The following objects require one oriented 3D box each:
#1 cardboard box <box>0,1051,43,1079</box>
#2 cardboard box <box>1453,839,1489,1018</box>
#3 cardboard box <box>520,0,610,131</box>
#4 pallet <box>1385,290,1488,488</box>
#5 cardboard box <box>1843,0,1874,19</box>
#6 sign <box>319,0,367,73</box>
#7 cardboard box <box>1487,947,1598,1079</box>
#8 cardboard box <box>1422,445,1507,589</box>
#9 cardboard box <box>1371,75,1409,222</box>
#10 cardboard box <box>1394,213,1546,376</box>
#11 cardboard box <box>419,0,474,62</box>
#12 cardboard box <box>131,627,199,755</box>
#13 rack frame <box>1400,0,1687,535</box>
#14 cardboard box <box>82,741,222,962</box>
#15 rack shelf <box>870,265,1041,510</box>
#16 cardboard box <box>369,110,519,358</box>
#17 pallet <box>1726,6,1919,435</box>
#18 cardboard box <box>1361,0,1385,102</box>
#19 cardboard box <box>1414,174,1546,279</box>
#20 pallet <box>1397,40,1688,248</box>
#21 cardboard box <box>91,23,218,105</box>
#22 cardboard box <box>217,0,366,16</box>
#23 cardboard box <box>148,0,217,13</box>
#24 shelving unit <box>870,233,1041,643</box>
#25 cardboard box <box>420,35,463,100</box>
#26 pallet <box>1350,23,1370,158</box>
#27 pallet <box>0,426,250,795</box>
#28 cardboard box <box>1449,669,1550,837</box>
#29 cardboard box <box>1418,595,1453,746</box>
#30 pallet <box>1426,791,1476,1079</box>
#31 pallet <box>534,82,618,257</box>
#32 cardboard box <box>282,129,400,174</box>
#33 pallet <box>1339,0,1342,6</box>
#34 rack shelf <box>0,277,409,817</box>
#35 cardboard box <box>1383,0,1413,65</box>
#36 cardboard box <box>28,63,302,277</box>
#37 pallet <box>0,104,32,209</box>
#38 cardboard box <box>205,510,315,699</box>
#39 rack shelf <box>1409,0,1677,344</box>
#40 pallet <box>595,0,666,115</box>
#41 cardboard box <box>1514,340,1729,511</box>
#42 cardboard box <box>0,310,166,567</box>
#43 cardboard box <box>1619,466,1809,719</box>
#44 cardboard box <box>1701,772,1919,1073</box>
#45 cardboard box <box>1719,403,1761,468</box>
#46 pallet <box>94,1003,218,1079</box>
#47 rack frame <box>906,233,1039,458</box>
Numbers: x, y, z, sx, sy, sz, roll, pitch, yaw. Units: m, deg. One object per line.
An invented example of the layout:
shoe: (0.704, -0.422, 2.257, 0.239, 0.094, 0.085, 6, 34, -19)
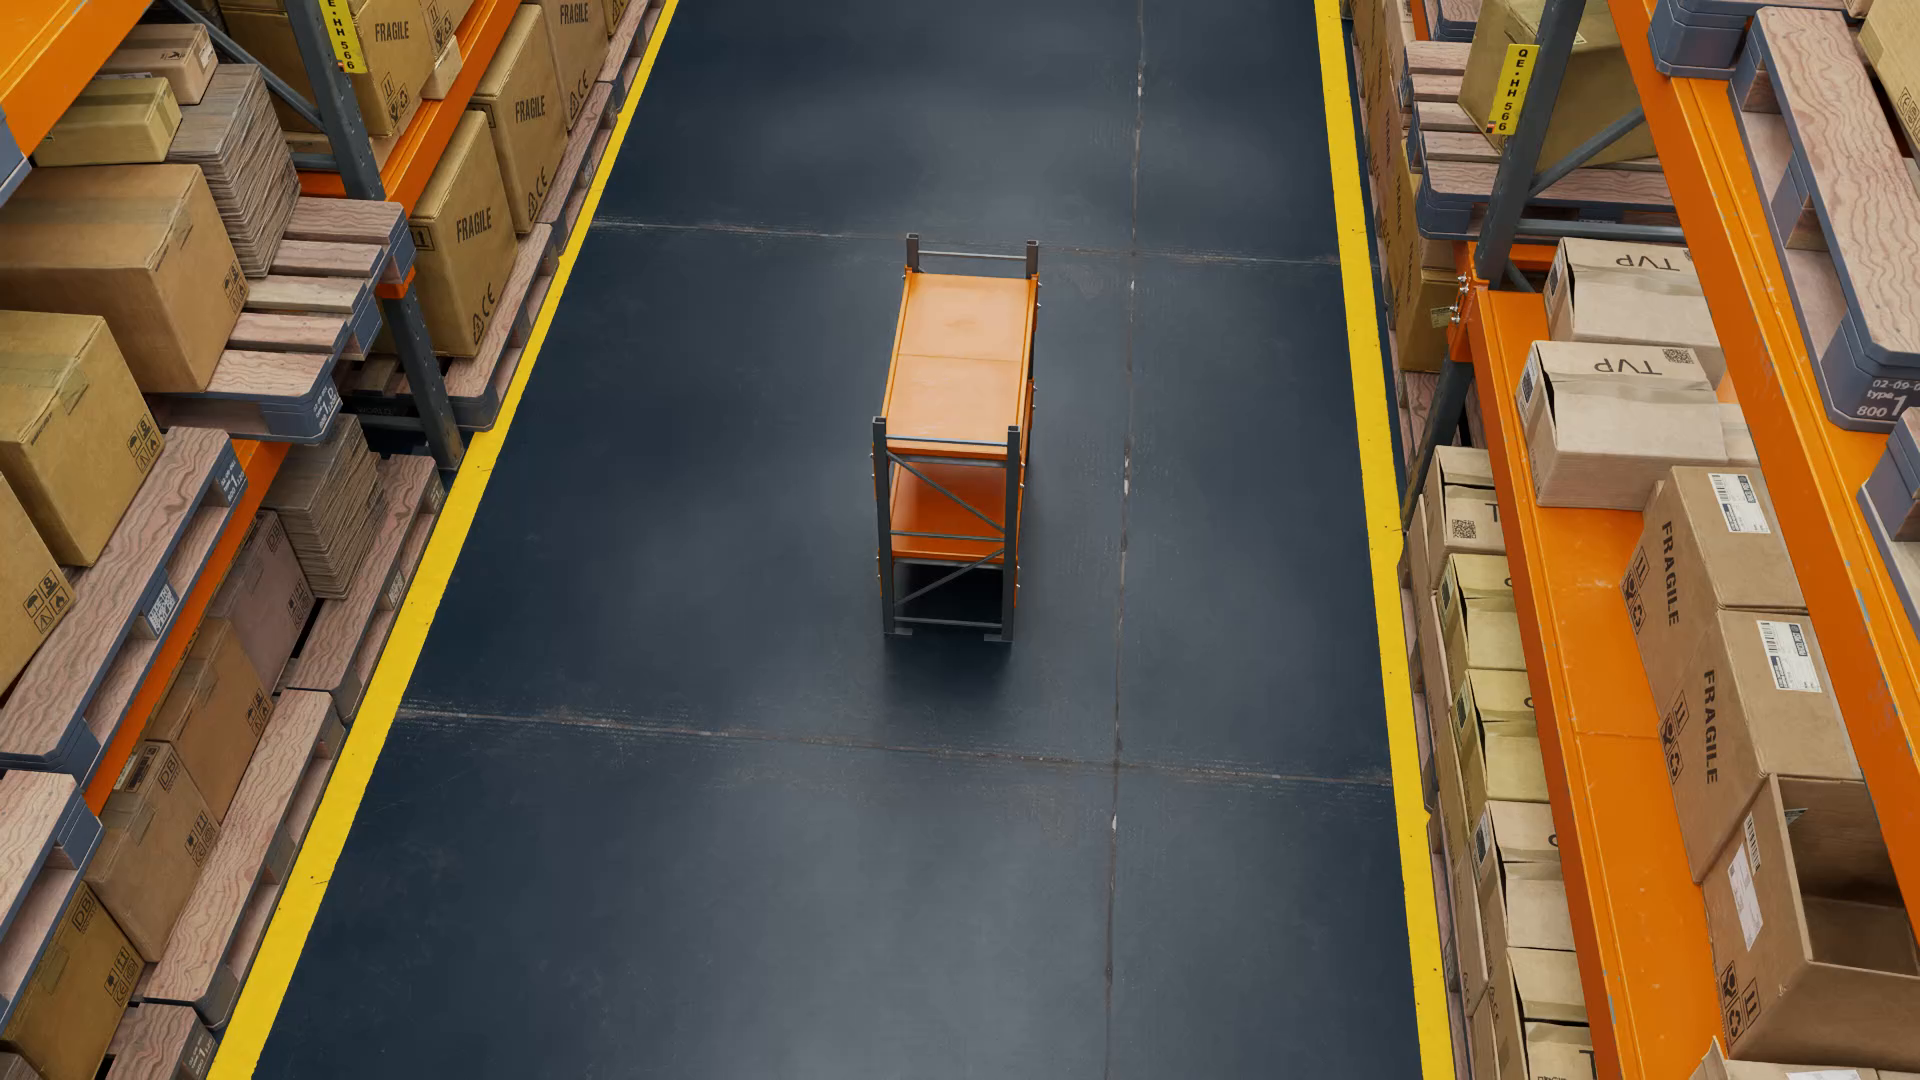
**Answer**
cardboard box: (-2.934, 1.715, 4.570, 0.700, 0.500, 0.500, 5, 48, 5)
cardboard box: (1.839, 1.233, 5.194, 0.500, 0.250, 0.500, 5, 48, 4)
cardboard box: (-2.264, -2.593, 8.287, 0.750, 0.750, 0.750, 5, 48, 5)
pallet: (2.419, -0.652, 7.229, 1.003, 0.211, 1.213, 4, 48, 4)
cardboard box: (2.298, -1.427, 3.833, 0.500, 0.250, 0.500, 5, 48, 5)
sign: (-2.079, -1.712, 5.578, 0.100, 0.325, 0.005, 4, 48, 4)
cardboard box: (1.789, 1.423, 4.640, 0.500, 0.311, 0.500, 4, 48, 3)
cardboard box: (1.973, -0.085, 6.020, 0.500, 0.311, 0.500, 5, 48, 5)
cardboard box: (2.254, -1.821, 7.805, 0.500, 0.500, 0.500, 2, 48, 2)
cardboard box: (2.164, -1.055, 7.104, 0.500, 0.500, 0.500, 6, 48, 5)
cardboard box: (-2.264, -2.242, 6.511, 0.500, 0.500, 0.500, 5, 48, 5)
cardboard box: (-2.790, 0.390, 5.274, 0.500, 0.250, 0.500, 4, 48, 3)
rack frame: (2.313, -1.047, 5.701, 1.000, 3.000, 0.127, 4, 48, 4)
cardboard box: (-2.851, 0.960, 5.261, 0.700, 0.500, 0.500, 4, 48, 4)
rack shelf: (0.001, -0.582, 6.149, 0.538, 0.278, 1.000, 4, 48, 4)
cardboard box: (-2.423, -1.325, 7.127, 0.750, 0.750, 0.750, 3, 48, 3)
pallet: (2.241, -0.669, 3.450, 1.003, 0.211, 1.213, 6, 48, 5)
cardboard box: (2.353, -2.559, 8.480, 0.500, 0.500, 0.500, 4, 48, 4)
cardboard box: (2.165, -1.350, 6.865, 0.500, 0.250, 0.500, 6, 48, 5)
pallet: (2.305, -1.485, 6.232, 1.213, 0.211, 1.003, 4, 48, 4)
cardboard box: (-2.622, -1.523, 5.331, 0.380, 0.149, 0.250, -2, 48, -2)
cardboard box: (-2.320, -2.109, 5.881, 0.500, 0.250, 0.500, 5, 48, 4)
cardboard box: (-2.837, -2.122, 5.893, 0.500, 0.250, 0.500, 5, 48, 5)
shelving unit: (0.001, -0.385, 6.365, 0.538, 1.125, 1.048, 4, 48, 4)
cardboard box: (-2.220, -1.900, 6.638, 0.380, 0.149, 0.250, 5, 48, 5)
pallet: (2.641, -2.445, 8.869, 1.003, 0.211, 1.213, 4, 48, 4)
pallet: (-2.760, 0.145, 4.741, 1.003, 0.211, 1.213, 4, 48, 4)
cardboard box: (1.885, 0.676, 5.323, 0.500, 0.311, 0.500, 3, 48, 2)
cardboard box: (1.928, 0.474, 5.889, 0.500, 0.250, 0.500, 3, 48, 2)
pallet: (2.085, 1.390, 5.361, 1.003, 0.211, 1.213, 4, 48, 4)
pallet: (-2.360, -1.905, 8.375, 1.003, 0.211, 1.213, 4, 48, 4)
cardboard box: (-2.360, -1.526, 6.295, 0.380, 0.149, 0.250, 3, 48, 3)
pallet: (2.741, -3.550, 9.880, 1.003, 0.211, 1.213, 4, 48, 4)
rack shelf: (-2.803, 0.335, 4.924, 1.077, 0.370, 4.000, 4, 48, 4)
cardboard box: (2.300, -2.470, 7.890, 0.500, 0.250, 0.500, 4, 48, 4)
cardboard box: (-2.653, -1.214, 5.487, 0.700, 0.500, 0.500, -1, 48, -1)
pallet: (-2.731, -0.596, 3.383, 1.213, 0.211, 1.003, 4, 48, 4)
cardboard box: (-2.797, 0.221, 5.937, 0.700, 0.500, 0.500, 4, 48, 3)
rack shelf: (2.495, -2.274, 7.310, 1.077, 0.370, 4.000, 4, 48, 4)
pallet: (-2.251, -2.804, 9.197, 1.003, 0.211, 1.213, 4, 48, 4)
cardboard box: (2.039, -0.373, 5.145, 0.500, 0.311, 0.500, 3, 48, 3)
cardboard box: (-2.745, -0.297, 4.649, 0.700, 0.500, 0.500, 4, 48, 4)
cardboard box: (2.176, 0.153, 4.535, 0.500, 0.500, 0.500, 2, 48, 1)
cardboard box: (2.083, 0.908, 3.845, 0.500, 0.500, 0.500, 7, 48, 6)
cardboard box: (2.506, -0.283, 5.172, 0.380, 0.149, 0.250, 4, 48, 4)
pallet: (-2.915, 1.931, 4.867, 1.003, 0.211, 1.213, 4, 48, 4)
rack frame: (0.047, -0.758, 6.707, 0.500, 1.125, 0.032, 4, 48, 4)
